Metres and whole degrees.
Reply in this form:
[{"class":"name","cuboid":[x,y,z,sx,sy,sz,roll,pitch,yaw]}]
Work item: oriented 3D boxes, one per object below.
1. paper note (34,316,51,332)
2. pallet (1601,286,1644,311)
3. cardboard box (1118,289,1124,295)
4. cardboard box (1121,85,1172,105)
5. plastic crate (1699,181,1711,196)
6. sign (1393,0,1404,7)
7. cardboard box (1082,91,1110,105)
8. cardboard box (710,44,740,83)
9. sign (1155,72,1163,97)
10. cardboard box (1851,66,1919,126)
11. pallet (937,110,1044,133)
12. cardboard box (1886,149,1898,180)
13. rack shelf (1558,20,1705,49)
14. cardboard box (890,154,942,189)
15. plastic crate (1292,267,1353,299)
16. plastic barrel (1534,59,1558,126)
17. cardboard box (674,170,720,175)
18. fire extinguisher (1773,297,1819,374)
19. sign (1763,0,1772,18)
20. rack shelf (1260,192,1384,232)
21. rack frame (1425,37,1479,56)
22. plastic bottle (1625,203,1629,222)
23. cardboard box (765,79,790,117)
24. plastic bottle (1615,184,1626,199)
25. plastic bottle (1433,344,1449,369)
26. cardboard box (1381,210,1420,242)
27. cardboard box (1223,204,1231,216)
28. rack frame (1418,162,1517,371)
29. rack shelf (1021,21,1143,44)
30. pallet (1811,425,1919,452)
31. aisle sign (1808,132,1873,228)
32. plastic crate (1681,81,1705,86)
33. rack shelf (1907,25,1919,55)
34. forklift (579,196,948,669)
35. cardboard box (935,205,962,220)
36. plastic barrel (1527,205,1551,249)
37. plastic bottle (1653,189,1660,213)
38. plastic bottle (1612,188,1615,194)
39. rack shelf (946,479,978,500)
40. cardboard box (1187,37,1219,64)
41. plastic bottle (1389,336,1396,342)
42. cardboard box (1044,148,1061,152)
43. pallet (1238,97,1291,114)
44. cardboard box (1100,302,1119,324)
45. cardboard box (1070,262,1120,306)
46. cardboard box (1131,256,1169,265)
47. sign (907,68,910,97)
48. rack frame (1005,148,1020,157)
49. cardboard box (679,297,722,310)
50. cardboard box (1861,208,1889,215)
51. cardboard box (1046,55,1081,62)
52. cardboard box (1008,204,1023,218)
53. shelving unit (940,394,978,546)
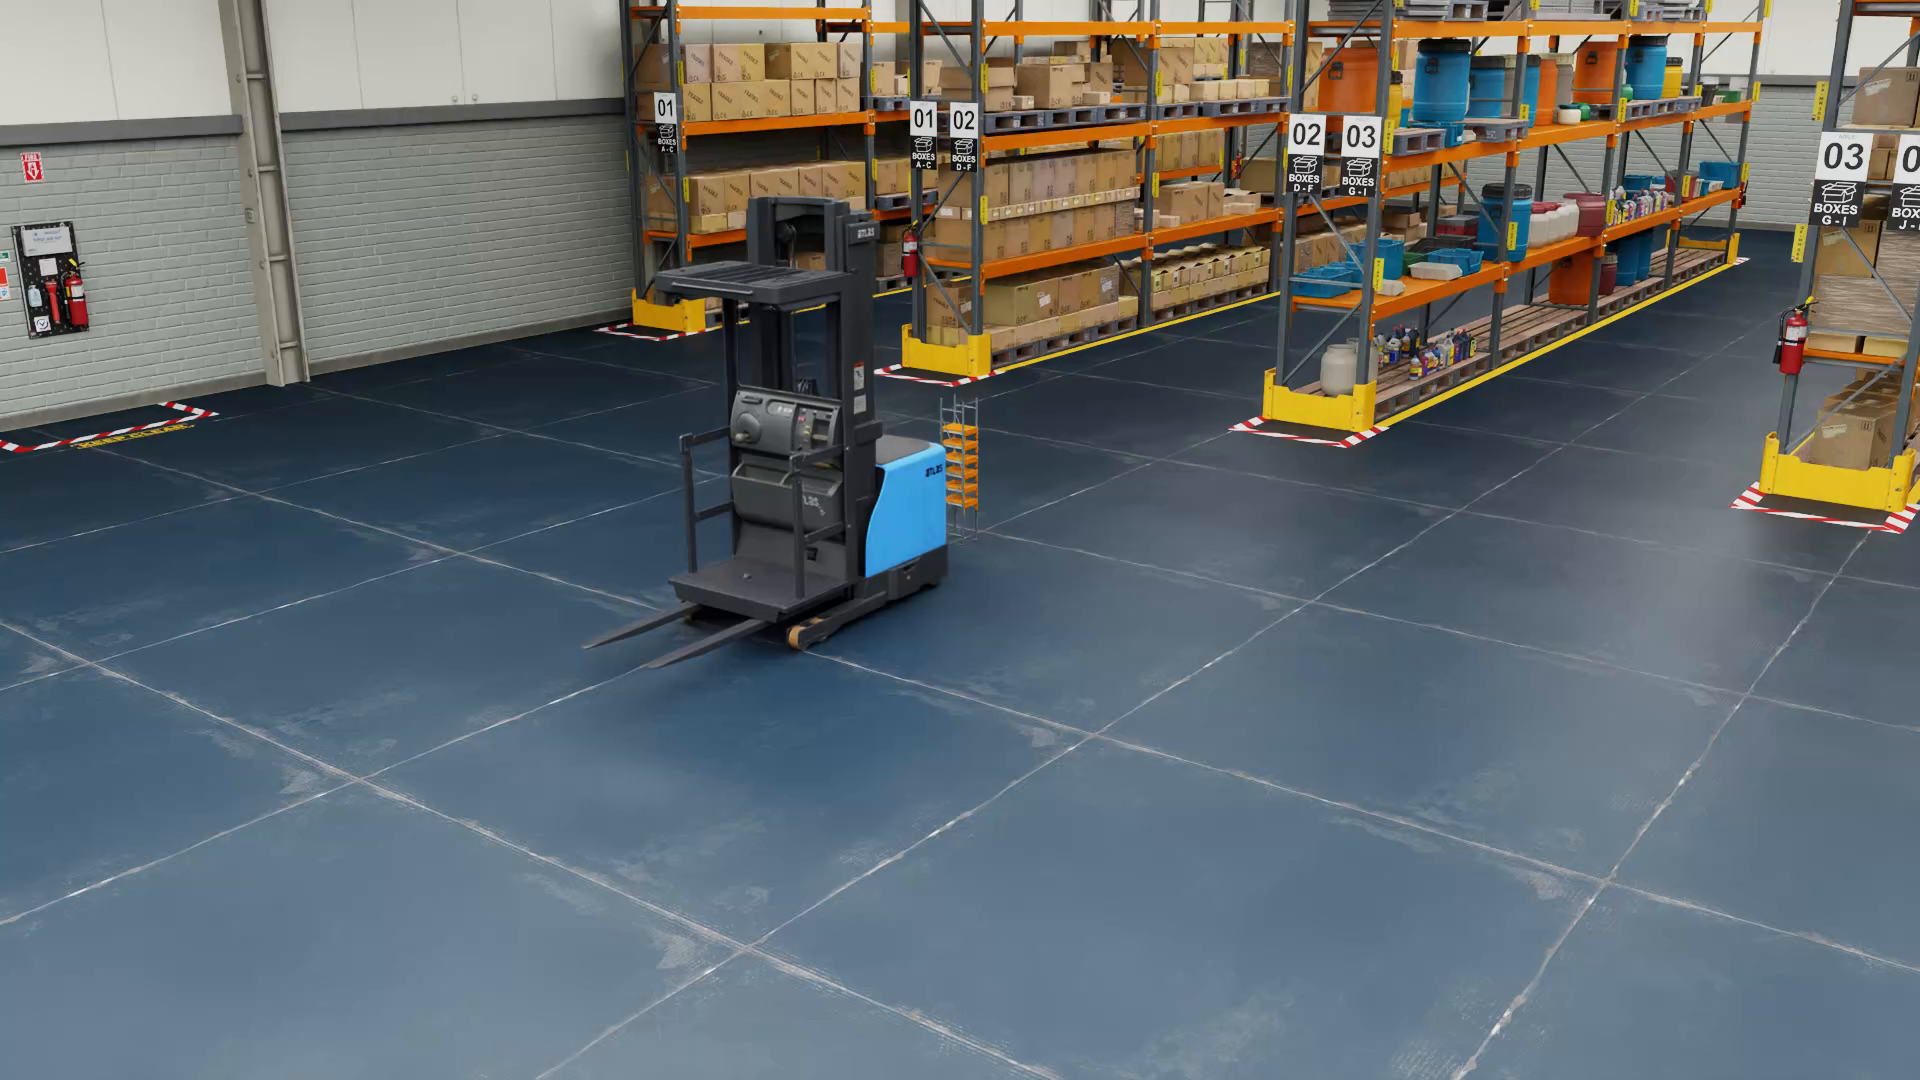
[{"class":"paper note","cuboid":[-9.657,-2.277,17.503,0.016,0.148,0.142,12,21,35]},{"class":"pallet","cuboid":[9.747,-3.726,25.387,1.003,0.211,1.213,12,21,35]},{"class":"cardboard box","cuboid":[2.238,-3.534,23.996,0.500,0.250,0.500,12,21,34]},{"class":"cardboard box","cuboid":[2.599,-6.204,23.149,0.500,0.250,0.500,15,23,40]},{"class":"plastic crate","cuboid":[12.332,-5.893,27.844,0.416,0.233,0.300,12,21,35]},{"class":"sign","cuboid":[4.255,-5.335,16.103,0.100,0.325,0.005,12,21,35]},{"class":"cardboard box","cuboid":[1.724,-5.741,21.596,0.380,0.149,0.250,12,21,35]},{"class":"cardboard box","cuboid":[-3.376,-6.545,22.817,0.500,0.500,0.500,12,21,34]},{"class":"sign","cuboid":[2.670,-6.117,22.319,0.100,0.325,0.005,12,21,35]},{"class":"cardboard box","cuboid":[8.514,-4.068,15.214,0.500,0.500,0.500,12,21,35]},{"class":"pallet","cuboid":[0.282,-5.098,20.195,1.003,0.211,1.213,12,21,35]},{"class":"cardboard box","cuboid":[8.289,-3.223,14.259,0.500,0.250,0.500,13,22,36]},{"class":"rack shelf","cuboid":[9.775,-7.380,24.224,1.077,0.370,4.000,12,21,35]},{"class":"cardboard box","cuboid":[-0.720,-6.039,27.221,0.700,0.500,0.500,16,24,42]},{"class":"plastic crate","cuboid":[3.874,-2.769,17.854,0.499,0.251,0.616,12,21,35]},{"class":"plastic barrel","cuboid":[7.530,-5.898,21.897,0.600,0.830,0.708,12,21,35]},{"class":"cardboard box","cuboid":[-3.722,-4.983,23.686,0.500,0.500,0.500,13,21,35]},{"class":"fire extinguisher","cuboid":[7.356,-1.810,14.645,0.296,0.674,0.183,12,21,35]},{"class":"sign","cuboid":[13.801,-9.097,28.407,0.100,0.325,0.005,12,21,35]},{"class":"rack shelf","cuboid":[5.799,-5.583,27.876,1.077,0.370,4.000,12,21,35]},{"class":"rack frame","cuboid":[9.374,-10.220,31.481,1.000,3.000,0.127,12,21,35]},{"class":"plastic bottle","cuboid":[9.742,-4.801,24.363,0.097,0.271,0.097,0,17,0]},{"class":"cardboard box","cuboid":[-2.783,-6.321,23.782,0.500,0.500,0.500,14,22,38]},{"class":"plastic bottle","cuboid":[10.472,-5.467,26.372,0.144,0.351,0.185,12,21,35]},{"class":"plastic bottle","cuboid":[5.640,-2.165,19.509,0.152,0.276,0.135,13,21,36]},{"class":"cardboard box","cuboid":[8.106,-5.869,31.052,0.797,0.503,0.637,12,21,35]},{"class":"cardboard box","cuboid":[3.892,-5.016,25.262,0.380,0.149,0.250,14,22,39]},{"class":"rack frame","cuboid":[6.200,-3.621,20.346,1.000,3.000,0.127,12,21,35]},{"class":"rack shelf","cuboid":[1.818,-9.131,29.861,1.077,0.370,4.000,12,21,35]},{"class":"pallet","cuboid":[9.079,-0.956,16.466,1.003,0.211,1.213,12,21,35]},{"class":"aisle sign","cuboid":[7.516,-3.073,14.197,0.394,0.787,0.004,12,21,35]},{"class":"plastic crate","cuboid":[12.219,-7.567,28.098,0.504,0.338,0.767,12,21,35]},{"class":"rack shelf","cuboid":[11.369,-5.552,18.338,1.077,0.370,4.000,12,21,35]},{"class":"forklift","cuboid":[-1.339,-0.810,11.410,1.130,2.935,3.031,12,21,33]},{"class":"cardboard box","cuboid":[-0.085,-4.027,20.390,0.380,0.149,0.250,12,21,34]},{"class":"plastic barrel","cuboid":[7.383,-4.050,21.497,0.433,0.535,0.433,0,17,0]},{"class":"plastic bottle","cuboid":[10.681,-5.226,25.598,0.144,0.351,0.185,12,21,35]},{"class":"plastic bottle","cuboid":[10.326,-5.427,26.358,0.061,0.283,0.133,12,21,35]},{"class":"rack shelf","cuboid":[-0.009,-0.413,13.603,0.258,0.103,0.180,12,21,35]},{"class":"cardboard box","cuboid":[4.869,-9.857,33.482,0.500,0.500,0.500,13,22,36]},{"class":"plastic bottle","cuboid":[5.215,-2.322,20.023,0.097,0.271,0.097,0,17,0]},{"class":"cardboard box","cuboid":[1.441,-6.717,29.612,0.500,0.500,0.500,13,22,36]},{"class":"pallet","cuboid":[4.274,-6.615,25.247,1.213,0.211,1.003,14,22,37]},{"class":"cardboard box","cuboid":[1.817,-3.118,22.655,0.500,0.250,0.500,12,21,35]},{"class":"cardboard box","cuboid":[1.816,-3.476,22.545,0.500,0.500,0.500,12,21,35]},{"class":"cardboard box","cuboid":[2.839,-4.043,24.687,0.500,0.311,0.500,12,21,35]},{"class":"sign","cuboid":[-0.587,-5.461,19.854,0.100,0.325,0.005,12,21,35]},{"class":"rack frame","cuboid":[0.626,-6.324,29.051,1.000,3.000,0.127,12,21,35]},{"class":"cardboard box","cuboid":[-3.656,-3.494,23.728,0.500,0.311,0.500,10,20,29]},{"class":"cardboard box","cuboid":[8.216,-2.755,15.201,0.500,0.500,0.500,12,21,35]},{"class":"cardboard box","cuboid":[1.768,-8.525,30.170,0.700,0.500,0.500,12,21,35]},{"class":"cardboard box","cuboid":[0.552,-4.080,20.561,0.380,0.149,0.250,13,21,35]},{"class":"shelving unit","cuboid":[-0.009,-0.570,13.555,0.258,1.200,0.189,12,21,35]}]
